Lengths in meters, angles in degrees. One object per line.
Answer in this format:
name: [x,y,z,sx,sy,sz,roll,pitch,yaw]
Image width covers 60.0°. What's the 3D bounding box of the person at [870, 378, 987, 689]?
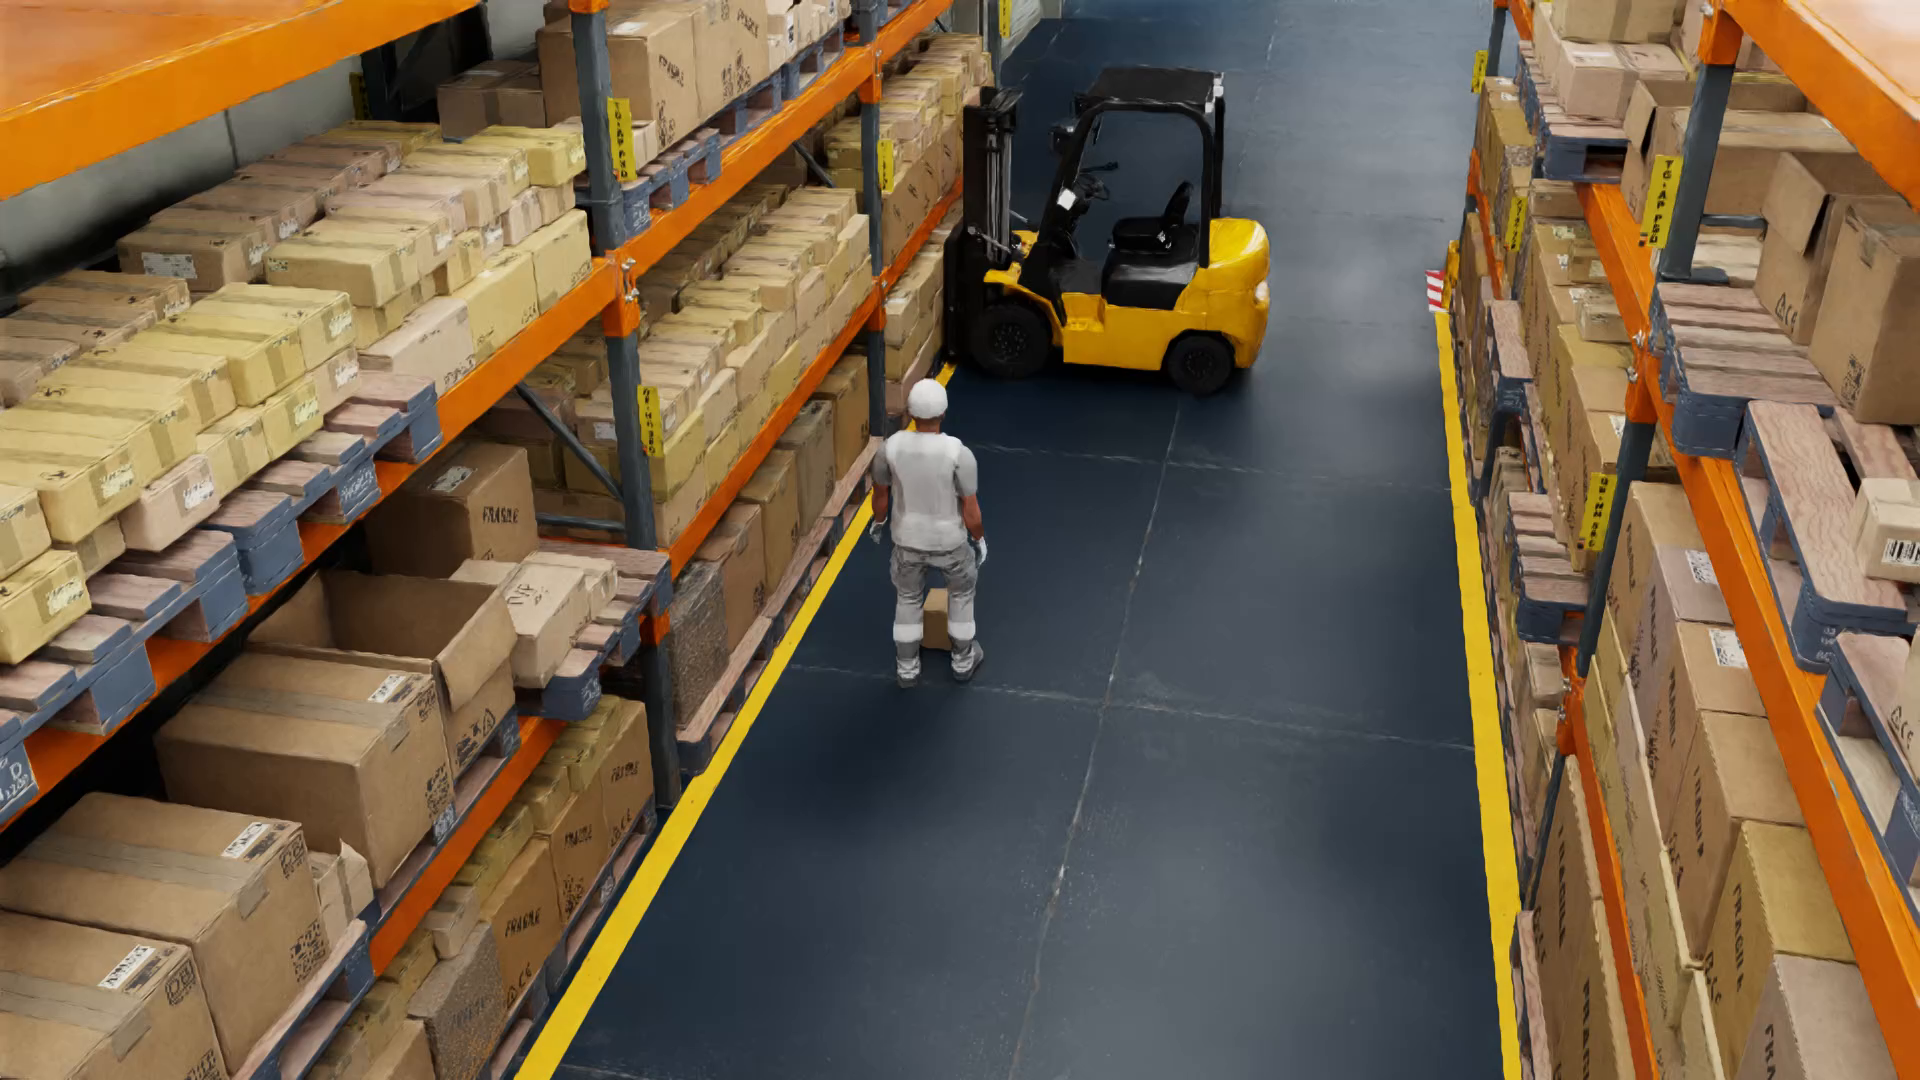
person: [-0.160,-0.048,8.718,0.649,1.772,0.484,6,29,12]
